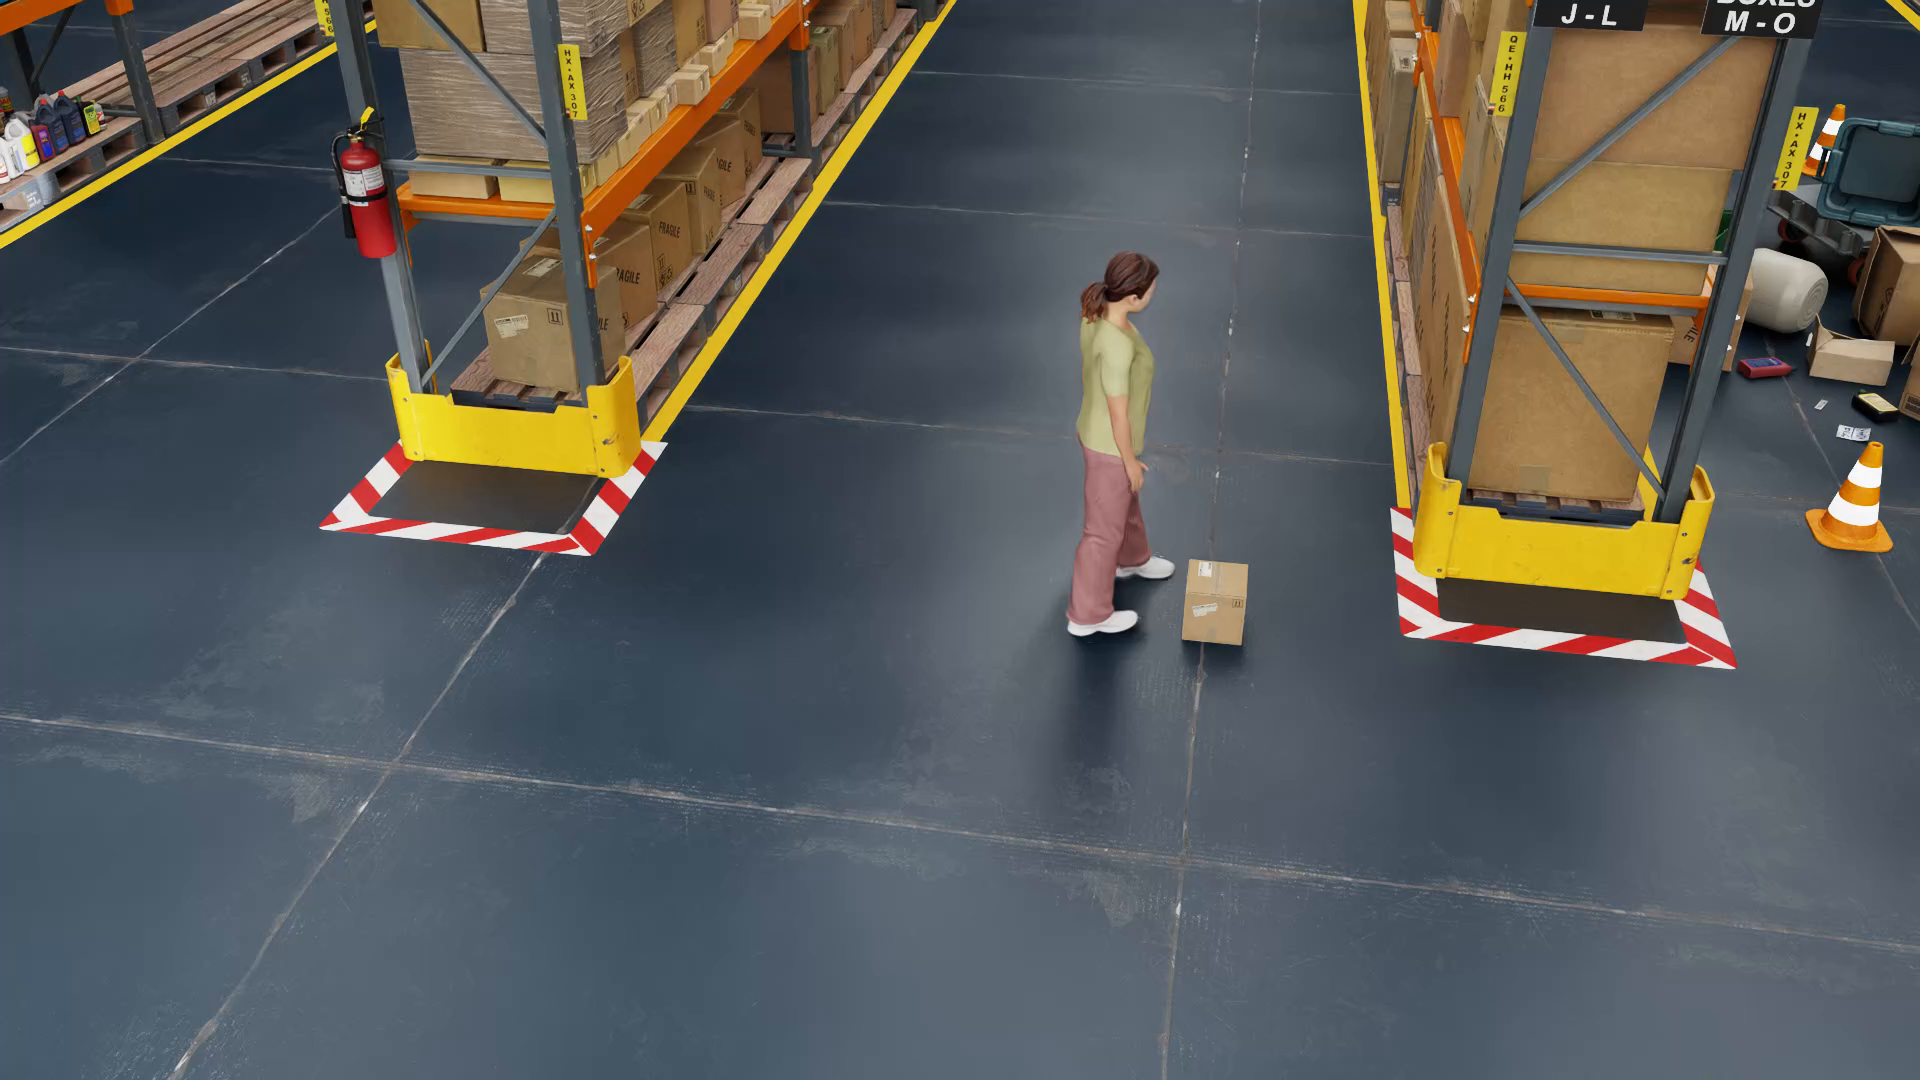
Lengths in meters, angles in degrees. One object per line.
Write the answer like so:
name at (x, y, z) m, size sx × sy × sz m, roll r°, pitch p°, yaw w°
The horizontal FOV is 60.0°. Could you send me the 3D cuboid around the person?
person at (0.707, -0.422, 6.784) m, size 0.561 × 1.671 × 0.551 m, roll -4°, pitch 33°, yaw -6°
